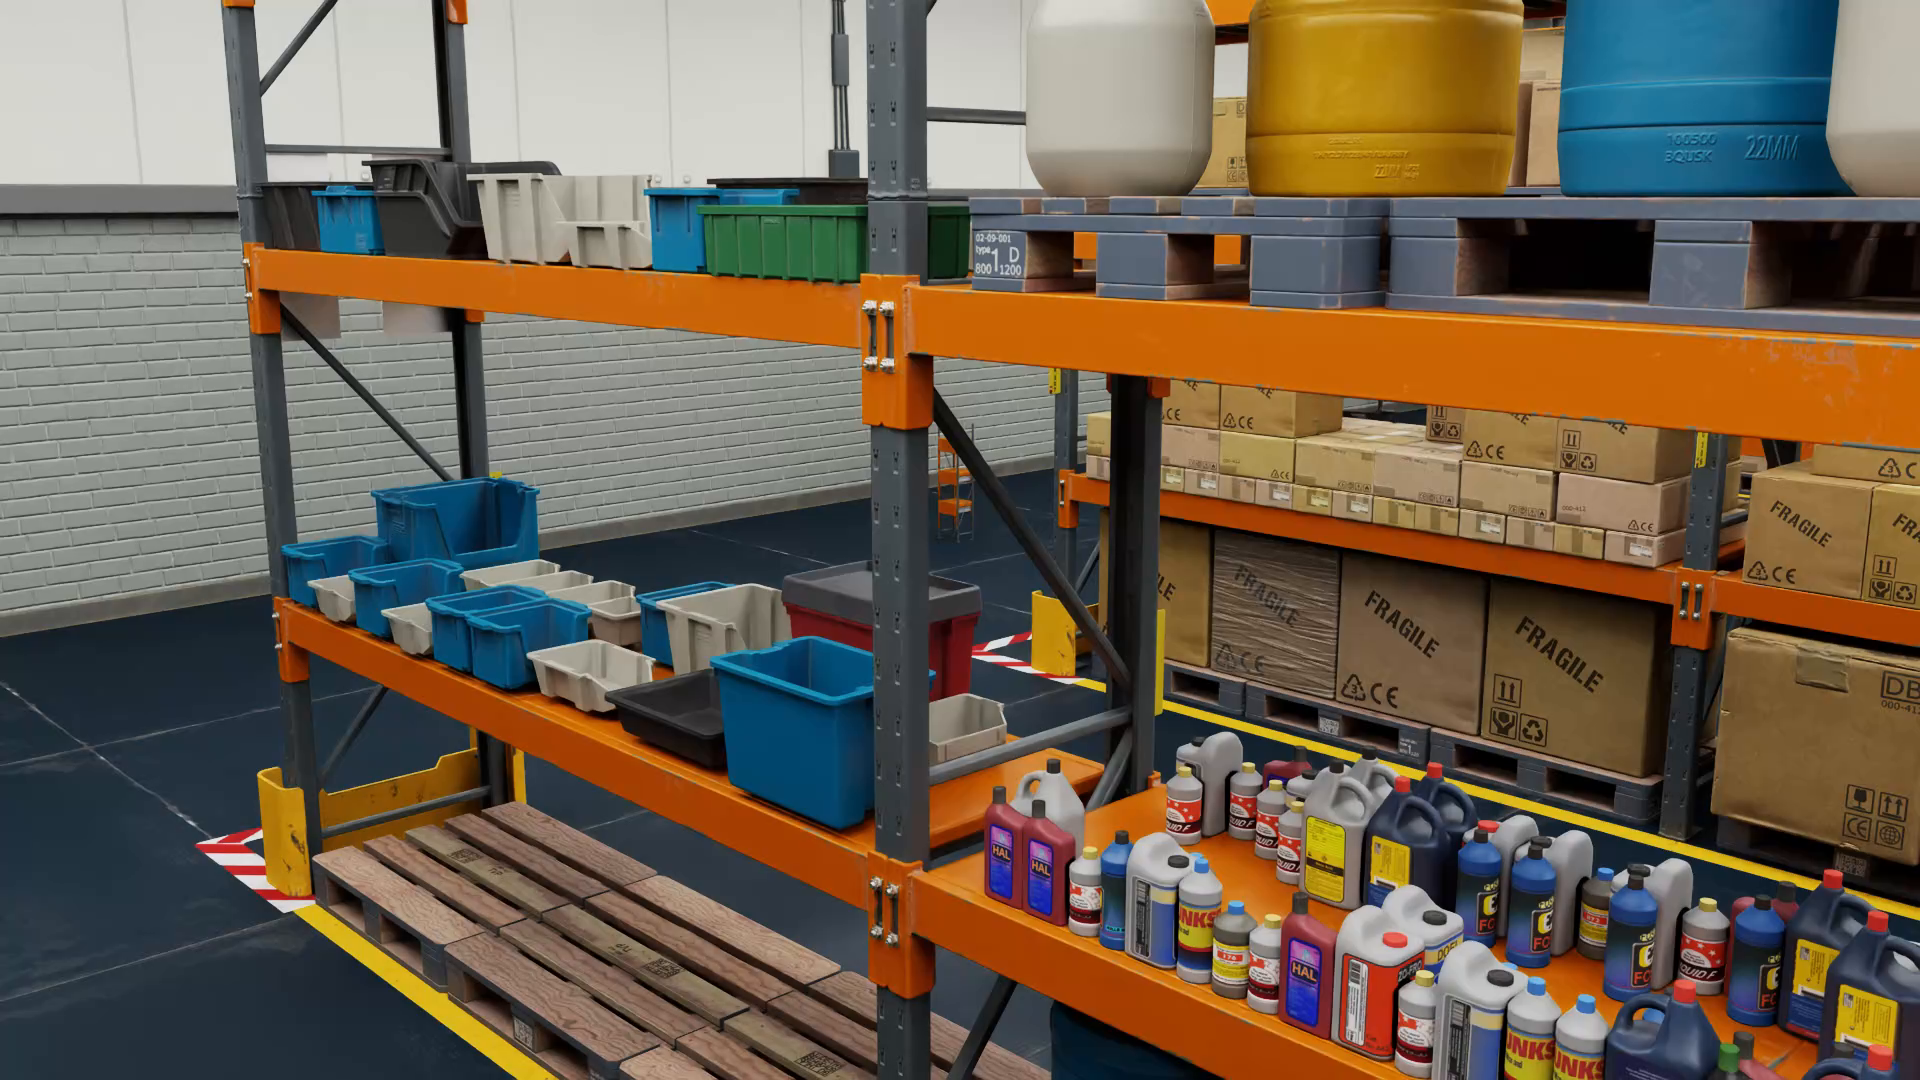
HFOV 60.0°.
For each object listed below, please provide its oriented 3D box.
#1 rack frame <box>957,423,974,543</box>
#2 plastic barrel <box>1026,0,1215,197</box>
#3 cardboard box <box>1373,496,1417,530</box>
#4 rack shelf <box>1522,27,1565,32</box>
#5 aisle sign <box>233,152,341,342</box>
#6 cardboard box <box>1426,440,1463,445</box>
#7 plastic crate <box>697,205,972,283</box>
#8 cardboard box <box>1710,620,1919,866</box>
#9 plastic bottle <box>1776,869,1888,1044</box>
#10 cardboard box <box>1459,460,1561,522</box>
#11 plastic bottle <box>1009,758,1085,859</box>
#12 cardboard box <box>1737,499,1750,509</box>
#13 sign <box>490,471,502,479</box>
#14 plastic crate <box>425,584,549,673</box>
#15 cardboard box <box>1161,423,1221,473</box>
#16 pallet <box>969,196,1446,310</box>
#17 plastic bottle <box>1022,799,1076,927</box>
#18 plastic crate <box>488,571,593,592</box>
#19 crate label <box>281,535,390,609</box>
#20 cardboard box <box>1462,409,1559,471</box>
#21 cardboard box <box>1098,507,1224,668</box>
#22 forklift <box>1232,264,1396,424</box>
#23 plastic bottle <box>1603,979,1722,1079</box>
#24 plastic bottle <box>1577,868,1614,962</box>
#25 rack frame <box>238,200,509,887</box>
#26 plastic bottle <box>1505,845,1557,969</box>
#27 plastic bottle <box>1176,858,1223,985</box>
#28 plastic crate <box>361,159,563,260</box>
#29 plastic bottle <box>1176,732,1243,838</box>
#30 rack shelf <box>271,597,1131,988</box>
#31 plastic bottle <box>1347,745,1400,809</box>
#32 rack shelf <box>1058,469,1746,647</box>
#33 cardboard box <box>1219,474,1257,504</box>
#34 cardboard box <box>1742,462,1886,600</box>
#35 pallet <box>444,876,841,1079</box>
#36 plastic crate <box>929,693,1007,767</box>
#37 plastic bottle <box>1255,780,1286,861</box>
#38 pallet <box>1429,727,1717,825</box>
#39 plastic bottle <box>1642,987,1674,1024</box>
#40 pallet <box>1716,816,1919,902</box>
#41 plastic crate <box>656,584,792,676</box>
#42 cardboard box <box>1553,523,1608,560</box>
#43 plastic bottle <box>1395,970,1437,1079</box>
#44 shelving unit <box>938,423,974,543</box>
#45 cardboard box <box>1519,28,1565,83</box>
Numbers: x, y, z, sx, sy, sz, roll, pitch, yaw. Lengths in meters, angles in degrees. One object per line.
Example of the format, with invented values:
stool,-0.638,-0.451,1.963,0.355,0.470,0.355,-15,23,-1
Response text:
rack frame,0.047,-0.504,14.757,0.200,1.050,0.008,-11,16,-43
plastic barrel,0.360,-1.045,3.737,0.433,0.535,0.433,0,12,0
cardboard box,2.425,-0.168,8.918,0.380,0.149,0.250,-11,16,-43
rack shelf,6.036,-3.658,12.156,1.077,0.370,4.000,-11,16,-43
aisle sign,-2.849,-1.241,7.060,0.394,0.787,0.004,-11,16,-43
cardboard box,2.923,-0.431,9.202,0.500,0.250,0.500,-10,16,-41
plastic crate,-0.333,-0.800,4.453,0.450,0.188,0.662,-11,16,-43
cardboard box,4.216,0.820,7.721,1.225,0.875,0.875,-11,16,-42
plastic bottle,1.810,0.858,3.433,0.144,0.351,0.185,-11,16,-43
cardboard box,2.906,-0.280,8.474,0.500,0.250,0.500,-10,15,-41
plastic bottle,0.214,0.712,4.146,0.144,0.351,0.185,-11,16,-43
cardboard box,6.067,-0.227,13.132,0.250,0.149,0.380,11,16,43
sign,-2.198,-0.158,7.839,0.100,0.325,0.005,-11,16,-43
plastic crate,-1.743,0.328,6.152,0.416,0.233,0.300,-11,16,-43
cardboard box,1.498,-0.579,9.921,0.500,0.250,0.500,-11,16,-43
pallet,0.790,-0.691,3.866,1.213,0.211,1.003,-11,16,-43
plastic bottle,0.214,0.775,4.007,0.061,0.283,0.133,-11,16,-43
plastic crate,-1.701,0.239,6.822,0.396,0.136,0.243,-11,16,-43
crate label,-2.652,0.136,7.085,0.416,0.233,0.303,-11,16,-43
cardboard box,2.906,-0.648,8.400,0.500,0.500,0.500,-11,16,-42
cardboard box,1.497,0.228,10.595,0.875,0.875,0.875,-11,16,-43
forklift,2.887,-1.071,12.846,3.031,2.935,1.130,7,14,32
plastic bottle,1.263,0.951,2.984,0.144,0.351,0.185,-11,16,-43
plastic bottle,1.477,0.854,3.823,0.097,0.201,0.097,0,12,0
rack frame,-2.585,0.001,7.472,1.000,3.000,0.127,-11,16,-43
plastic bottle,1.300,0.827,3.782,0.097,0.271,0.097,0,12,0
plastic bottle,0.535,0.843,3.706,0.097,0.271,0.097,0,12,0
plastic crate,-1.728,-1.176,5.907,0.504,0.338,0.767,-11,16,-43
plastic bottle,0.684,0.658,4.590,0.152,0.276,0.135,-11,16,-43
rack shelf,-1.203,0.645,6.128,1.077,0.370,4.000,-11,16,-43
plastic bottle,1.049,0.698,4.214,0.144,0.351,0.185,-11,16,-43
rack shelf,2.379,-0.045,9.478,1.077,0.370,4.000,-11,16,-43
cardboard box,1.715,-0.318,9.646,0.380,0.149,0.250,-11,16,-44
cardboard box,3.897,-0.052,7.483,0.500,0.500,0.500,-11,16,-42
pallet,-1.205,1.671,6.279,1.003,0.211,1.213,-11,16,-43
plastic crate,-0.040,0.597,5.085,0.396,0.136,0.243,-11,16,-43
plastic bottle,0.832,0.736,4.399,0.097,0.201,0.097,0,12,0
pallet,3.291,1.139,8.861,1.003,0.211,1.213,-11,16,-43
plastic bottle,1.320,0.967,3.104,0.097,0.271,0.097,0,12,0
pallet,4.347,1.363,7.774,1.003,0.211,1.213,-11,16,-43
plastic crate,-0.744,0.365,5.851,0.437,0.282,0.530,-11,16,-43
cardboard box,3.134,-0.019,8.191,0.380,0.149,0.250,-10,16,-41
plastic bottle,0.922,0.959,3.316,0.097,0.201,0.097,0,12,0
shelving unit,-0.037,-0.522,14.843,0.215,1.050,0.252,-11,16,-43
cardboard box,3.115,-2.383,8.218,0.500,0.250,0.500,10,16,41
